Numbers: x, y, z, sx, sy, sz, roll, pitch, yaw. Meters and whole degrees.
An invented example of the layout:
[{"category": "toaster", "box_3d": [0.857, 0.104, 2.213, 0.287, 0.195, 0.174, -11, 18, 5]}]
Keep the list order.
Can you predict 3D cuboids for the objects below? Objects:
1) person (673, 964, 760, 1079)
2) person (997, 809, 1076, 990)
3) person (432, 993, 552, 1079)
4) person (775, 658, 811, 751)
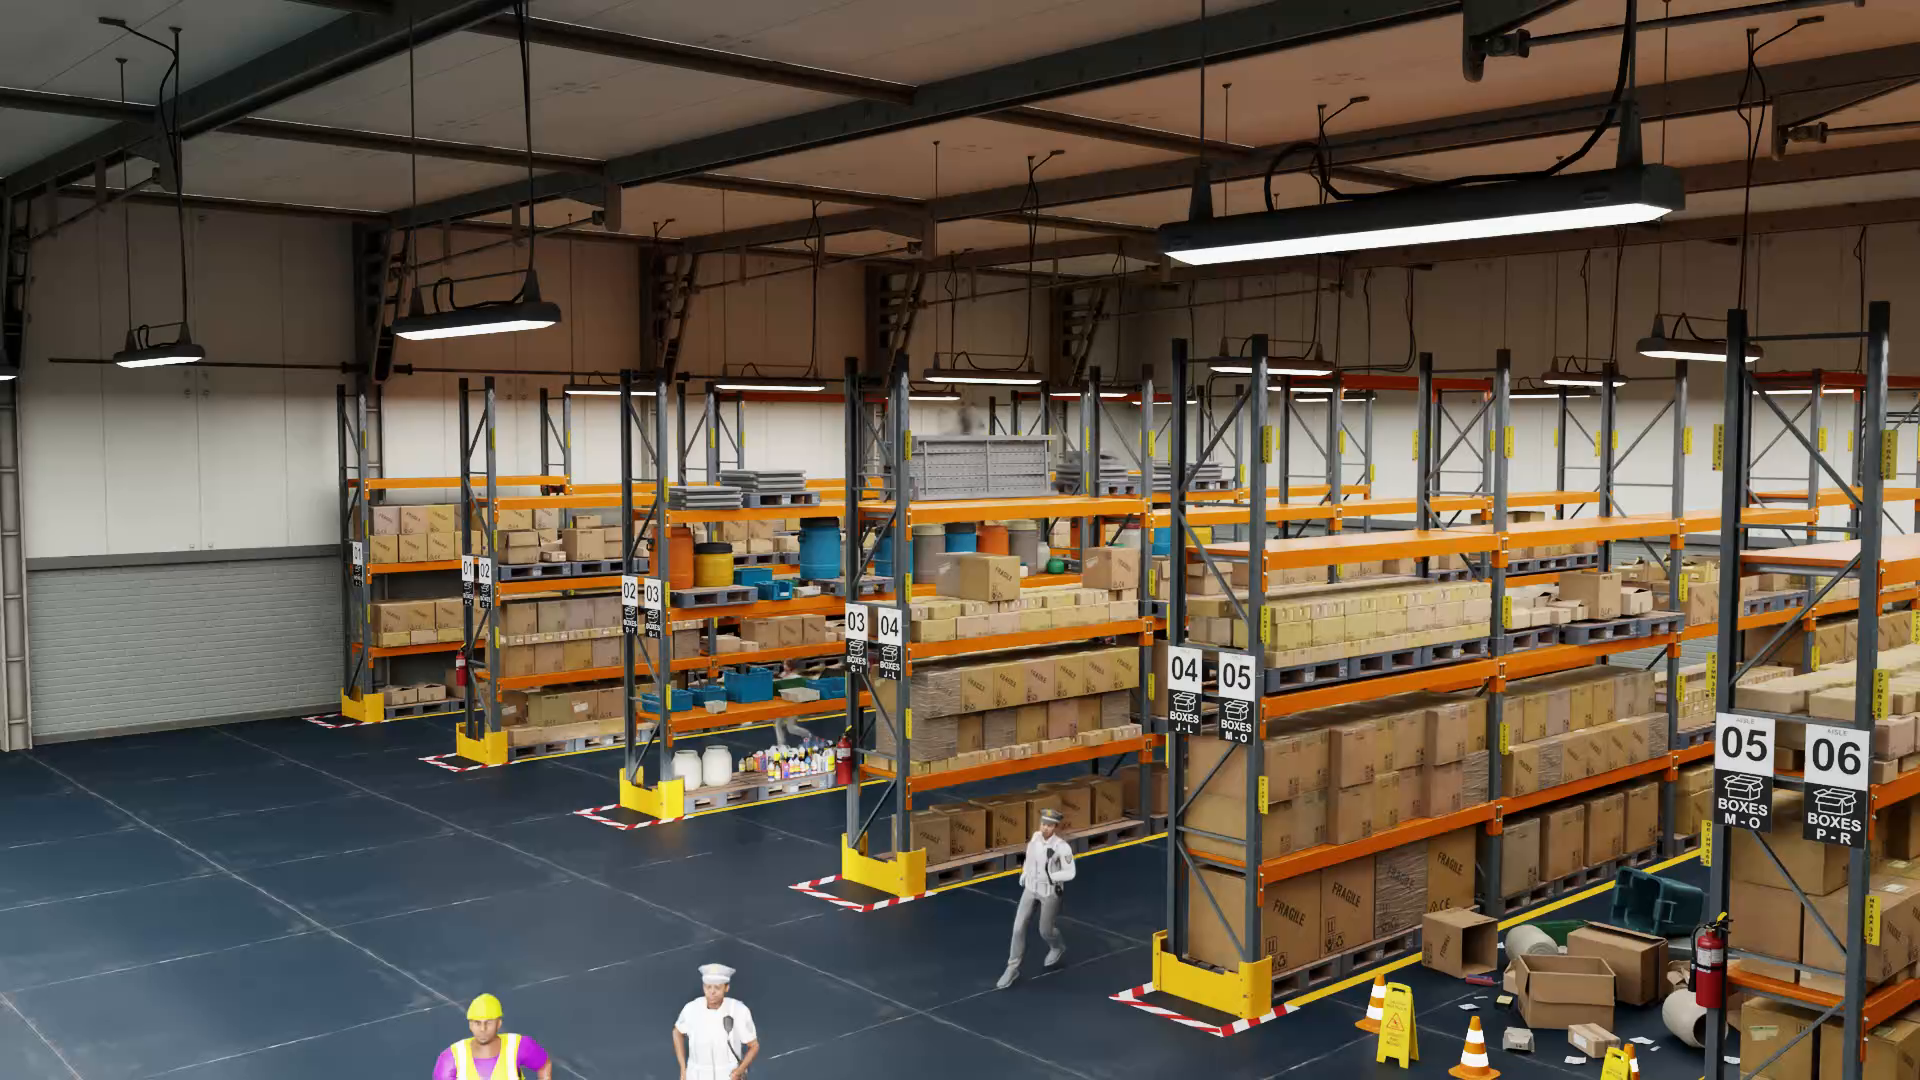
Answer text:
[{"category": "person", "box_3d": [-1.615, 3.604, 10.985, 0.583, 1.664, 0.586, 0, 4, -6]}, {"category": "person", "box_3d": [0.815, 3.314, 15.560, 0.640, 1.676, 0.883, 3, 5, 36]}, {"category": "person", "box_3d": [-2.821, 3.628, 9.970, 0.671, 1.829, 0.765, 0, 4, -5]}, {"category": "person", "box_3d": [-2.708, 2.647, 26.427, 0.546, 1.561, 0.743, 3, 5, 41]}]
